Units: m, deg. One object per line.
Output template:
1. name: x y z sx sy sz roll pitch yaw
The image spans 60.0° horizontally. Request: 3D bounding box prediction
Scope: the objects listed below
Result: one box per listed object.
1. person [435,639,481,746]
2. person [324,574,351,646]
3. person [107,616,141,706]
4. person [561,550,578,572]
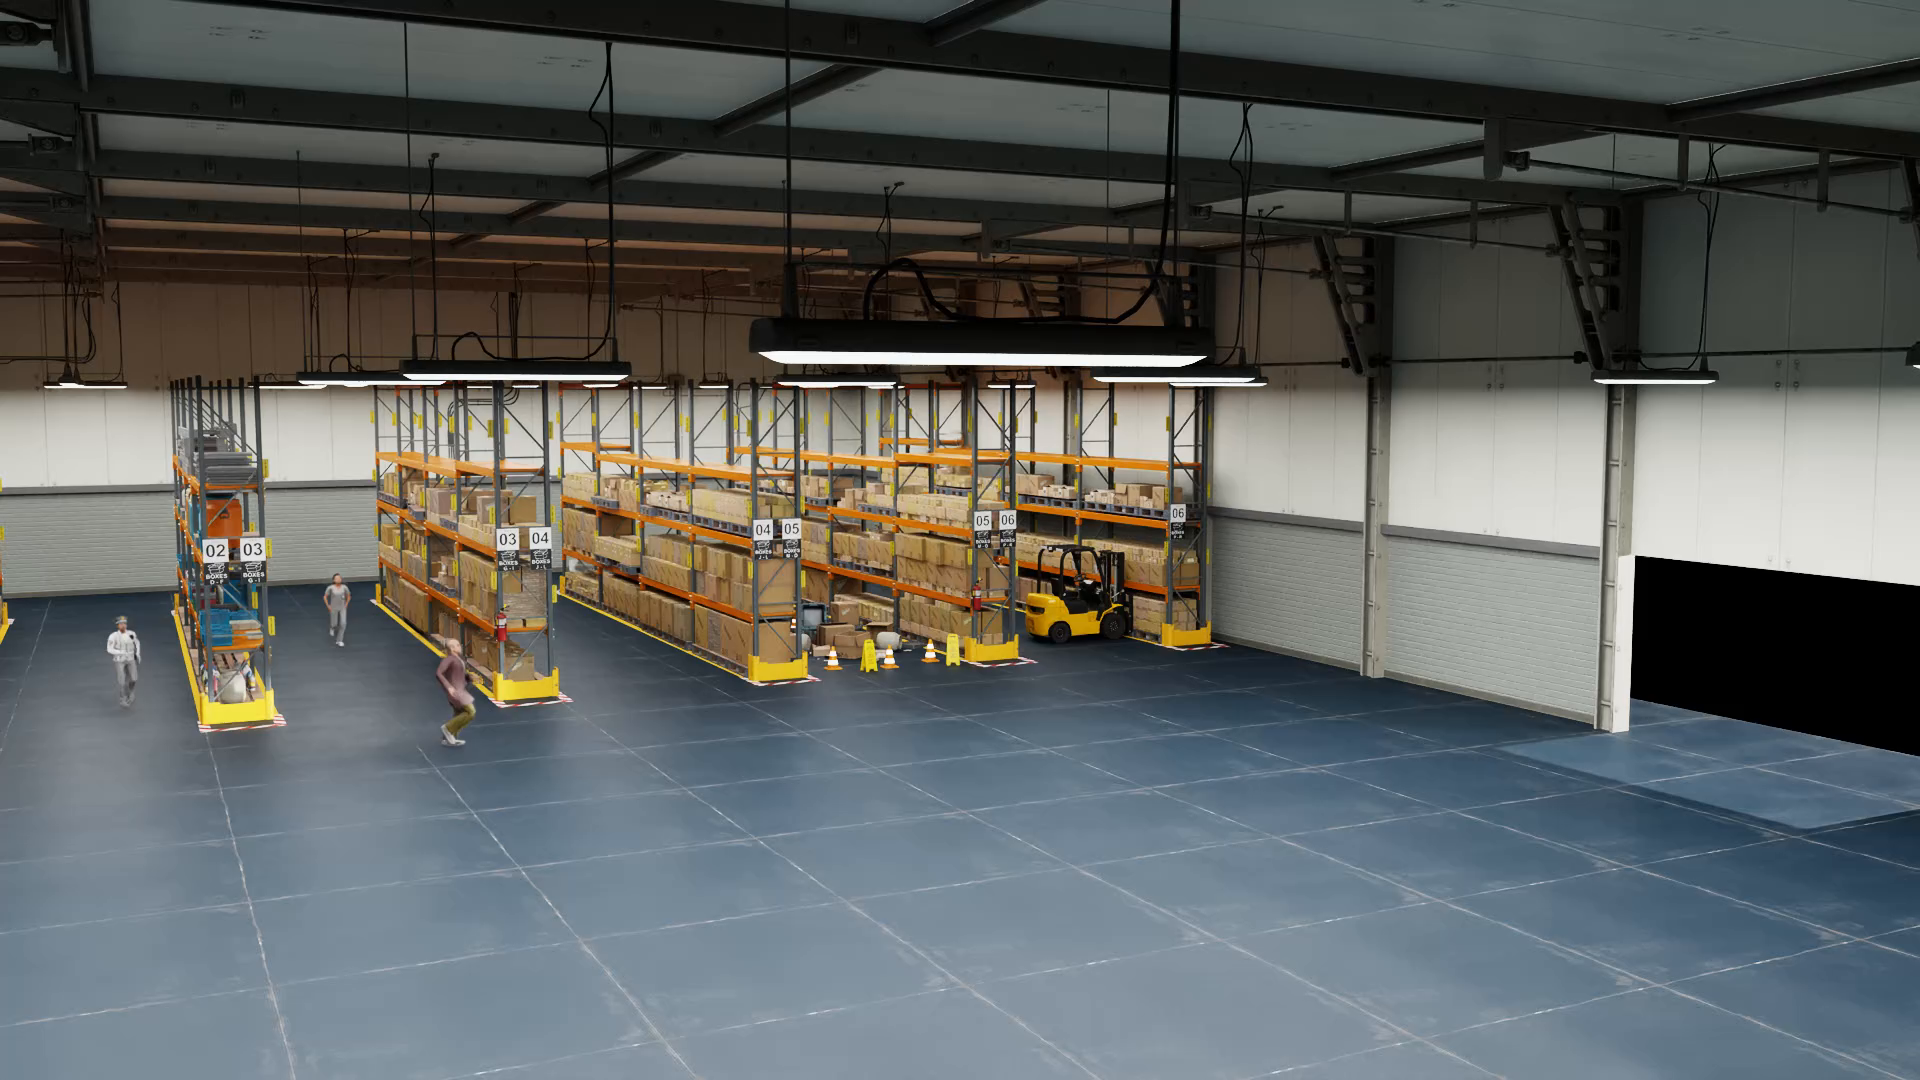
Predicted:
1. person: -8.069 2.460 26.835 0.653 1.734 0.704 0 5 -5
2. person: -14.120 1.571 37.752 0.582 1.620 0.643 -3 6 -29
3. person: -15.144 2.207 30.194 0.595 1.654 0.584 -4 7 -40
4. person: -11.383 0.497 48.824 0.657 1.751 0.624 3 6 34
